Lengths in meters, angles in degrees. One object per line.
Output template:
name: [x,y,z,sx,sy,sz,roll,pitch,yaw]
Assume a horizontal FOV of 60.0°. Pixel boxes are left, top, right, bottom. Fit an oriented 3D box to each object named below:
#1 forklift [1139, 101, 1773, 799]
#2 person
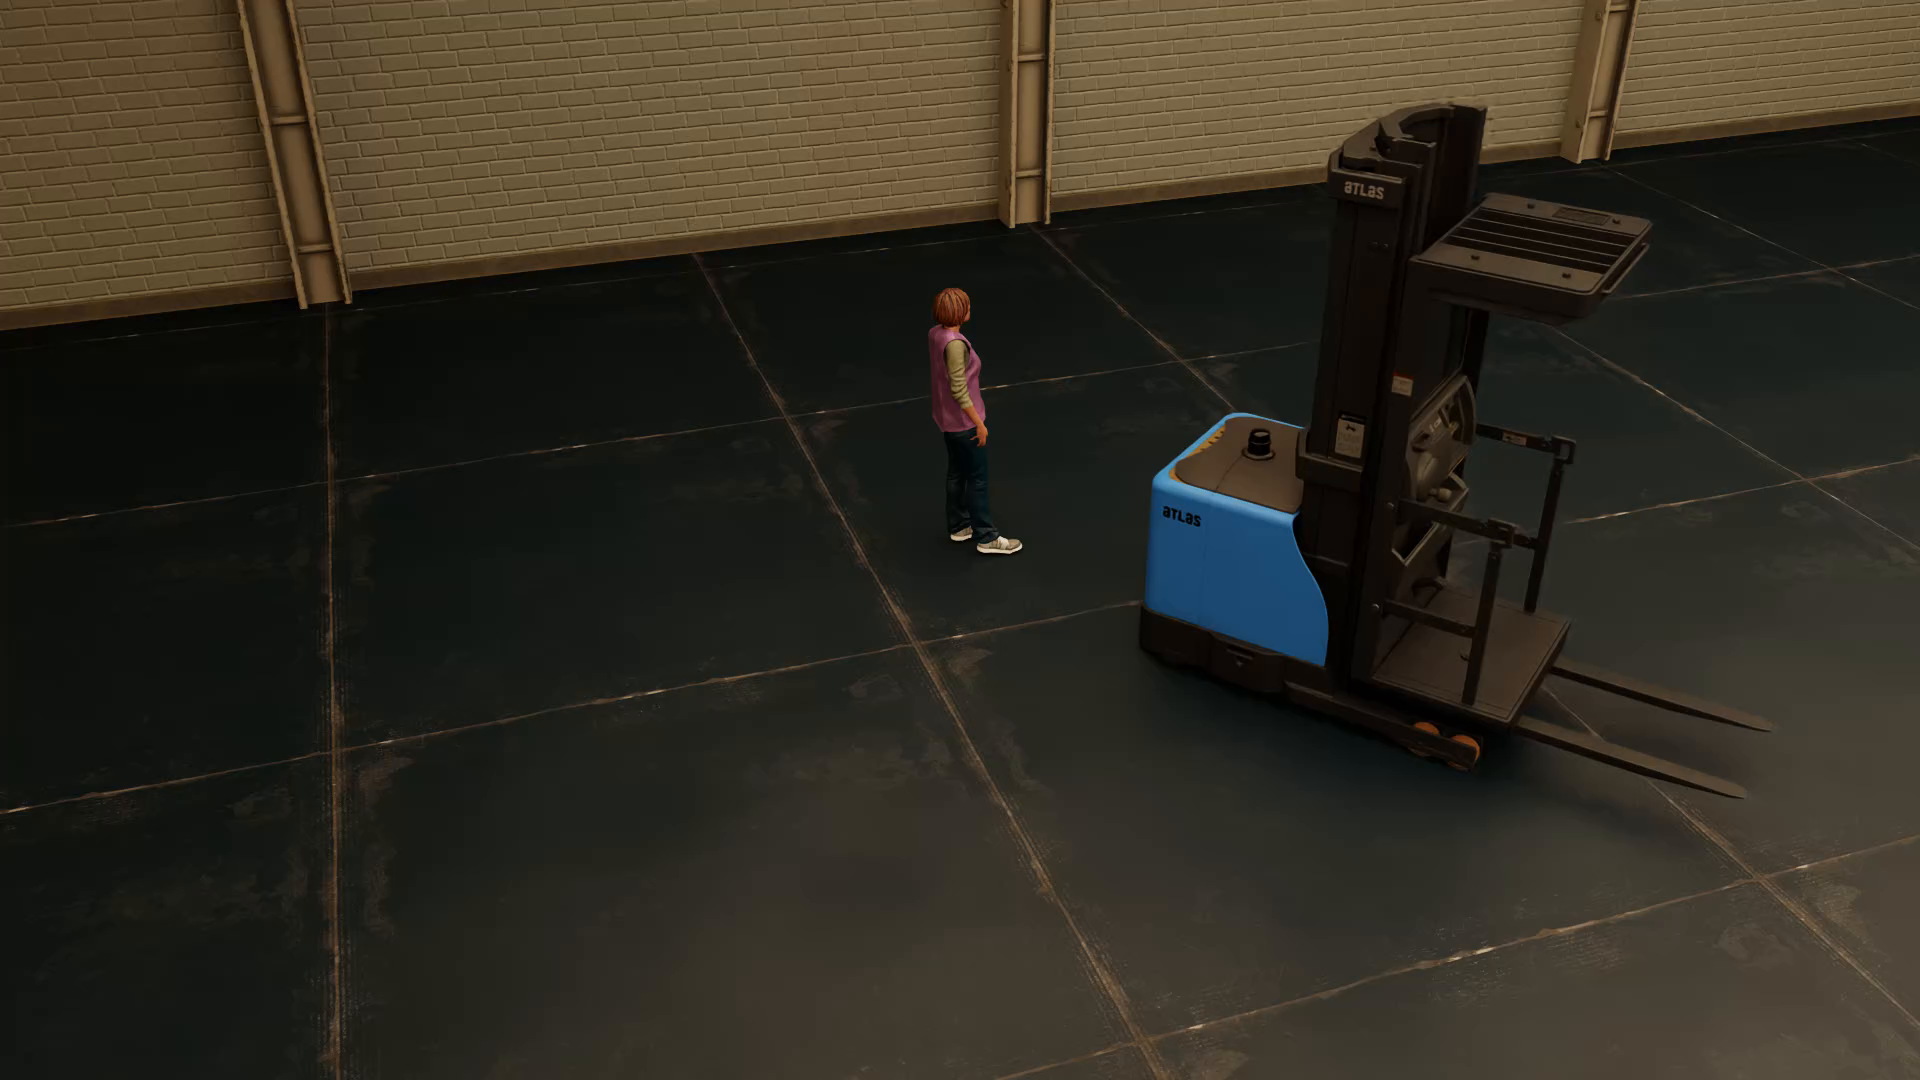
forklift: [2.476,-0.457,7.881,3.031,2.935,1.130,18,34,28]
person: [0.074,-0.703,9.633,0.476,1.596,0.520,-10,31,-16]
